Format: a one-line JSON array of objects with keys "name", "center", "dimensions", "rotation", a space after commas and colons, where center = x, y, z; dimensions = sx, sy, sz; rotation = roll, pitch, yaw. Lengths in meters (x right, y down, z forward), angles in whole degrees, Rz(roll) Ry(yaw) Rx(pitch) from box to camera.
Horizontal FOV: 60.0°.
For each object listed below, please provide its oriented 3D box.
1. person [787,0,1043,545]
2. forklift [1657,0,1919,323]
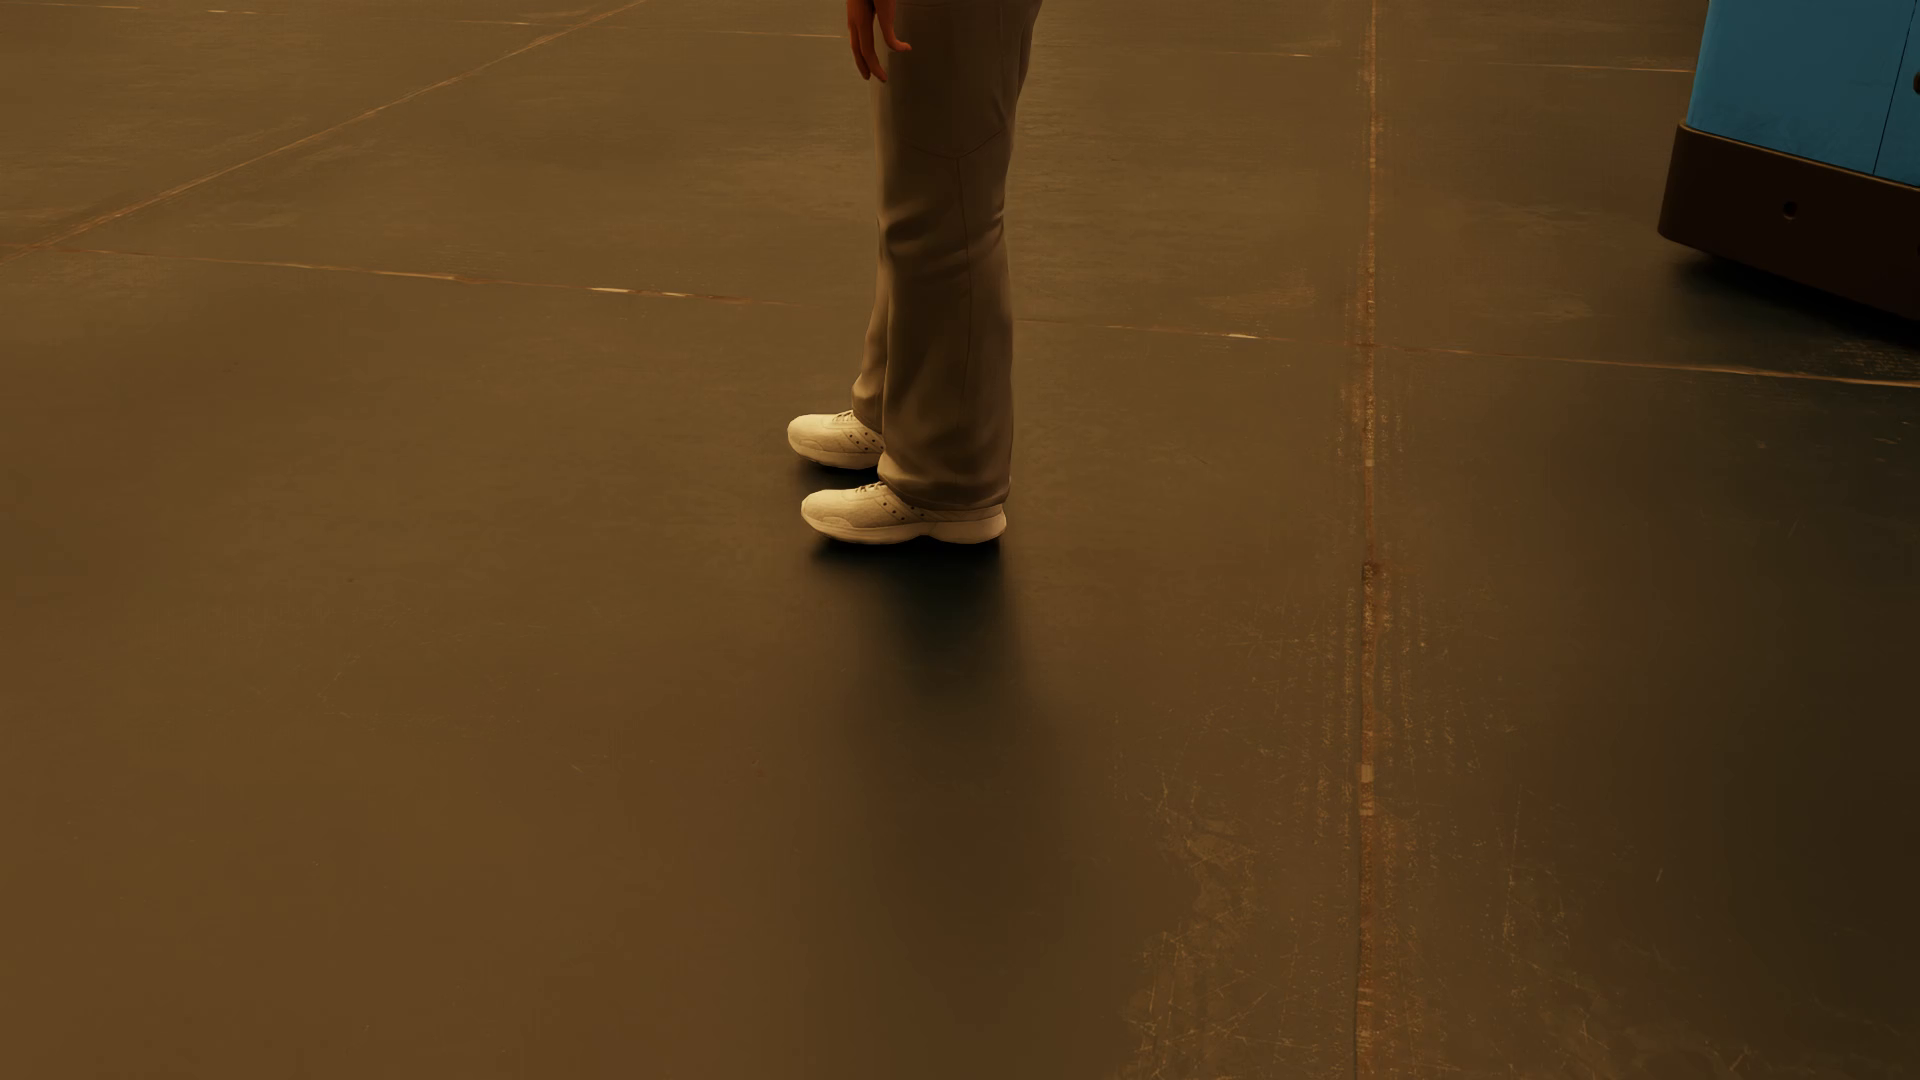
[{"name": "person", "center": [-0.069, -0.767, 2.146], "dimensions": [0.548, 1.672, 0.550], "rotation": [6, 27, 11]}, {"name": "forklift", "center": [3.101, -2.027, 3.265], "dimensions": [3.031, 2.935, 1.130], "rotation": [-12, 29, -23]}]
